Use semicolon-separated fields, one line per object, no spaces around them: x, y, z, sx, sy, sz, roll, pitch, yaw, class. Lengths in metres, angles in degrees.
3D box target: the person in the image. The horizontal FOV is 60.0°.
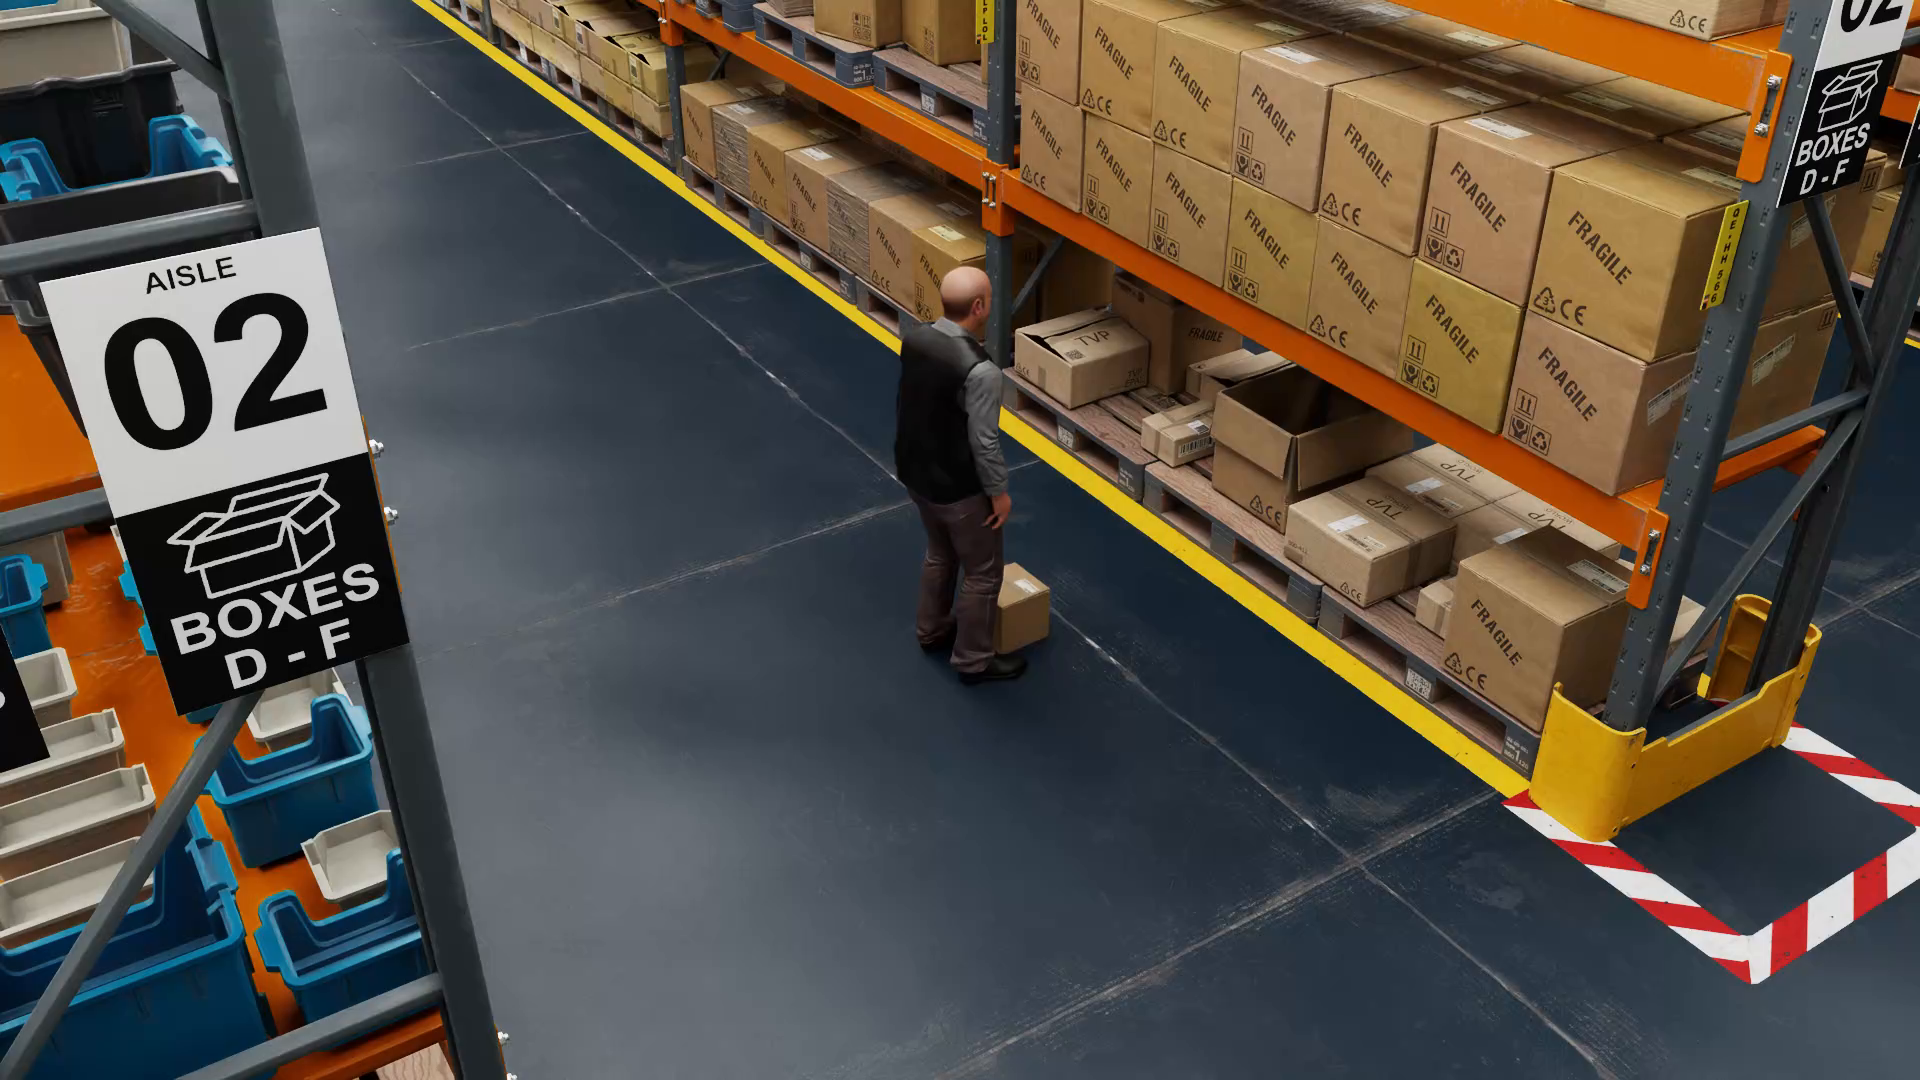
-0.029;-0.243;6.544;0.421;1.719;0.583;-21;38;-30;person
